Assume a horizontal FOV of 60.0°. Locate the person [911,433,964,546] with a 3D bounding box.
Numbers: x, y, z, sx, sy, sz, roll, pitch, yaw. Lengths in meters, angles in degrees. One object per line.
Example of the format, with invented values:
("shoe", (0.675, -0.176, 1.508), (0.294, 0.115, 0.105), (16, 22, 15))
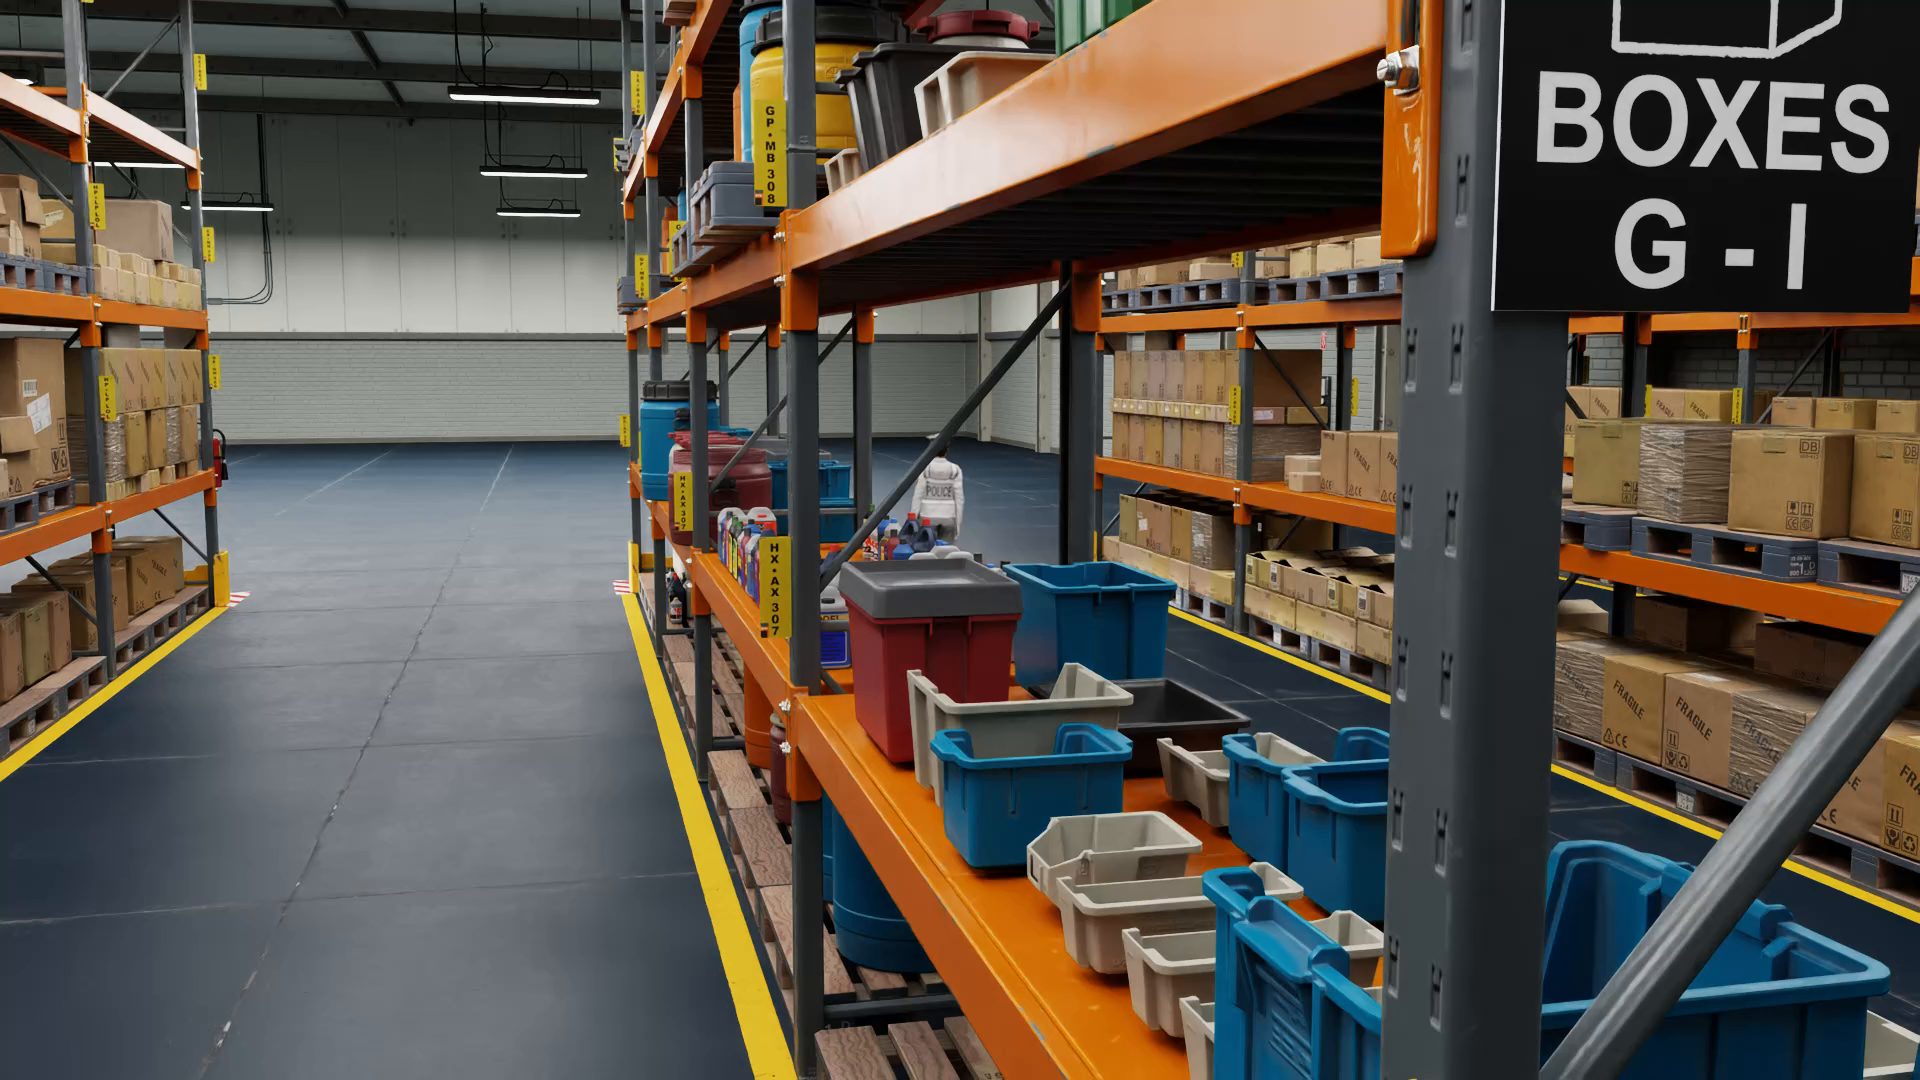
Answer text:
("person", (-0.222, -0.140, 15.461), (0.499, 1.698, 0.482), (-1, 6, -13))
